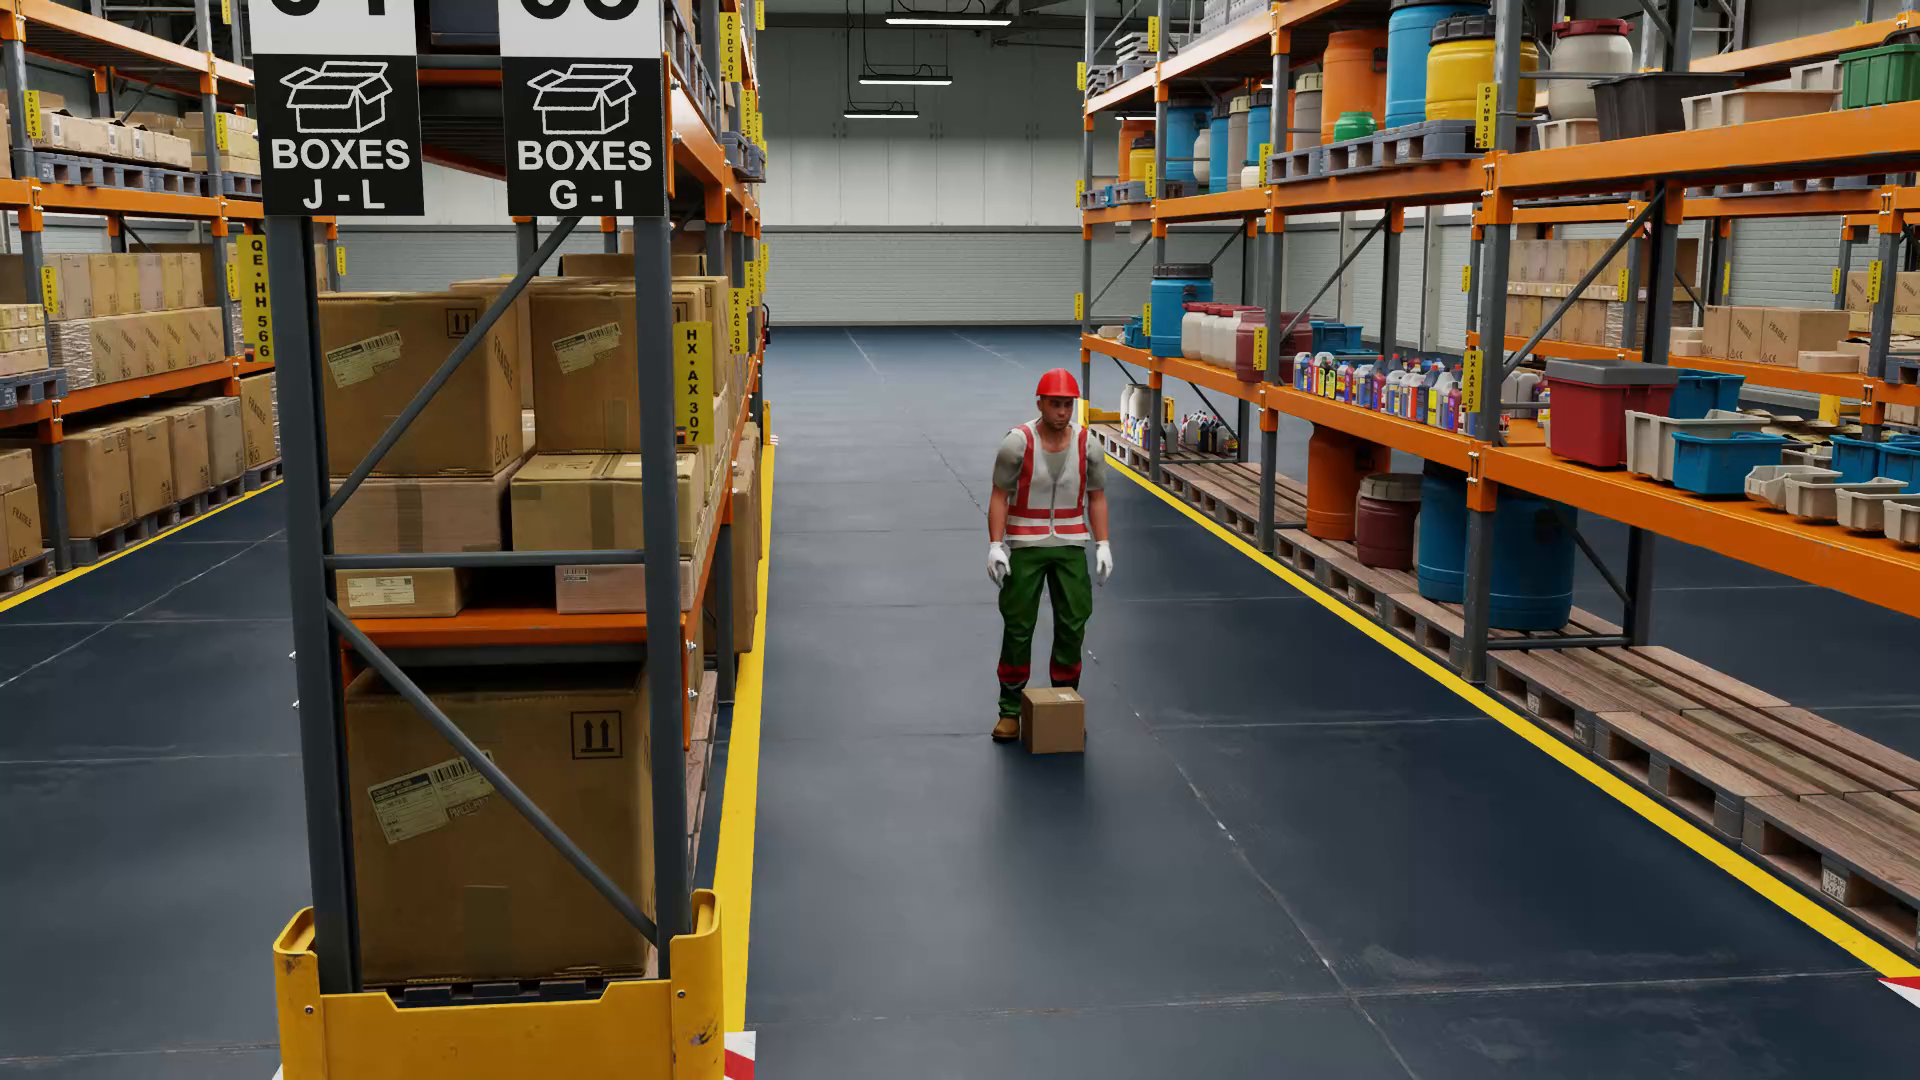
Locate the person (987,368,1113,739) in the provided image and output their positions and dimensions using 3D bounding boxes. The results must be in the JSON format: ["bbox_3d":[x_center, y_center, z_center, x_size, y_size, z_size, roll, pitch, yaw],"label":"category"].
[{"bbox_3d":[0.430,0.065,7.985,0.623,1.778,0.446,-1,10,-9],"label":"person"}]
